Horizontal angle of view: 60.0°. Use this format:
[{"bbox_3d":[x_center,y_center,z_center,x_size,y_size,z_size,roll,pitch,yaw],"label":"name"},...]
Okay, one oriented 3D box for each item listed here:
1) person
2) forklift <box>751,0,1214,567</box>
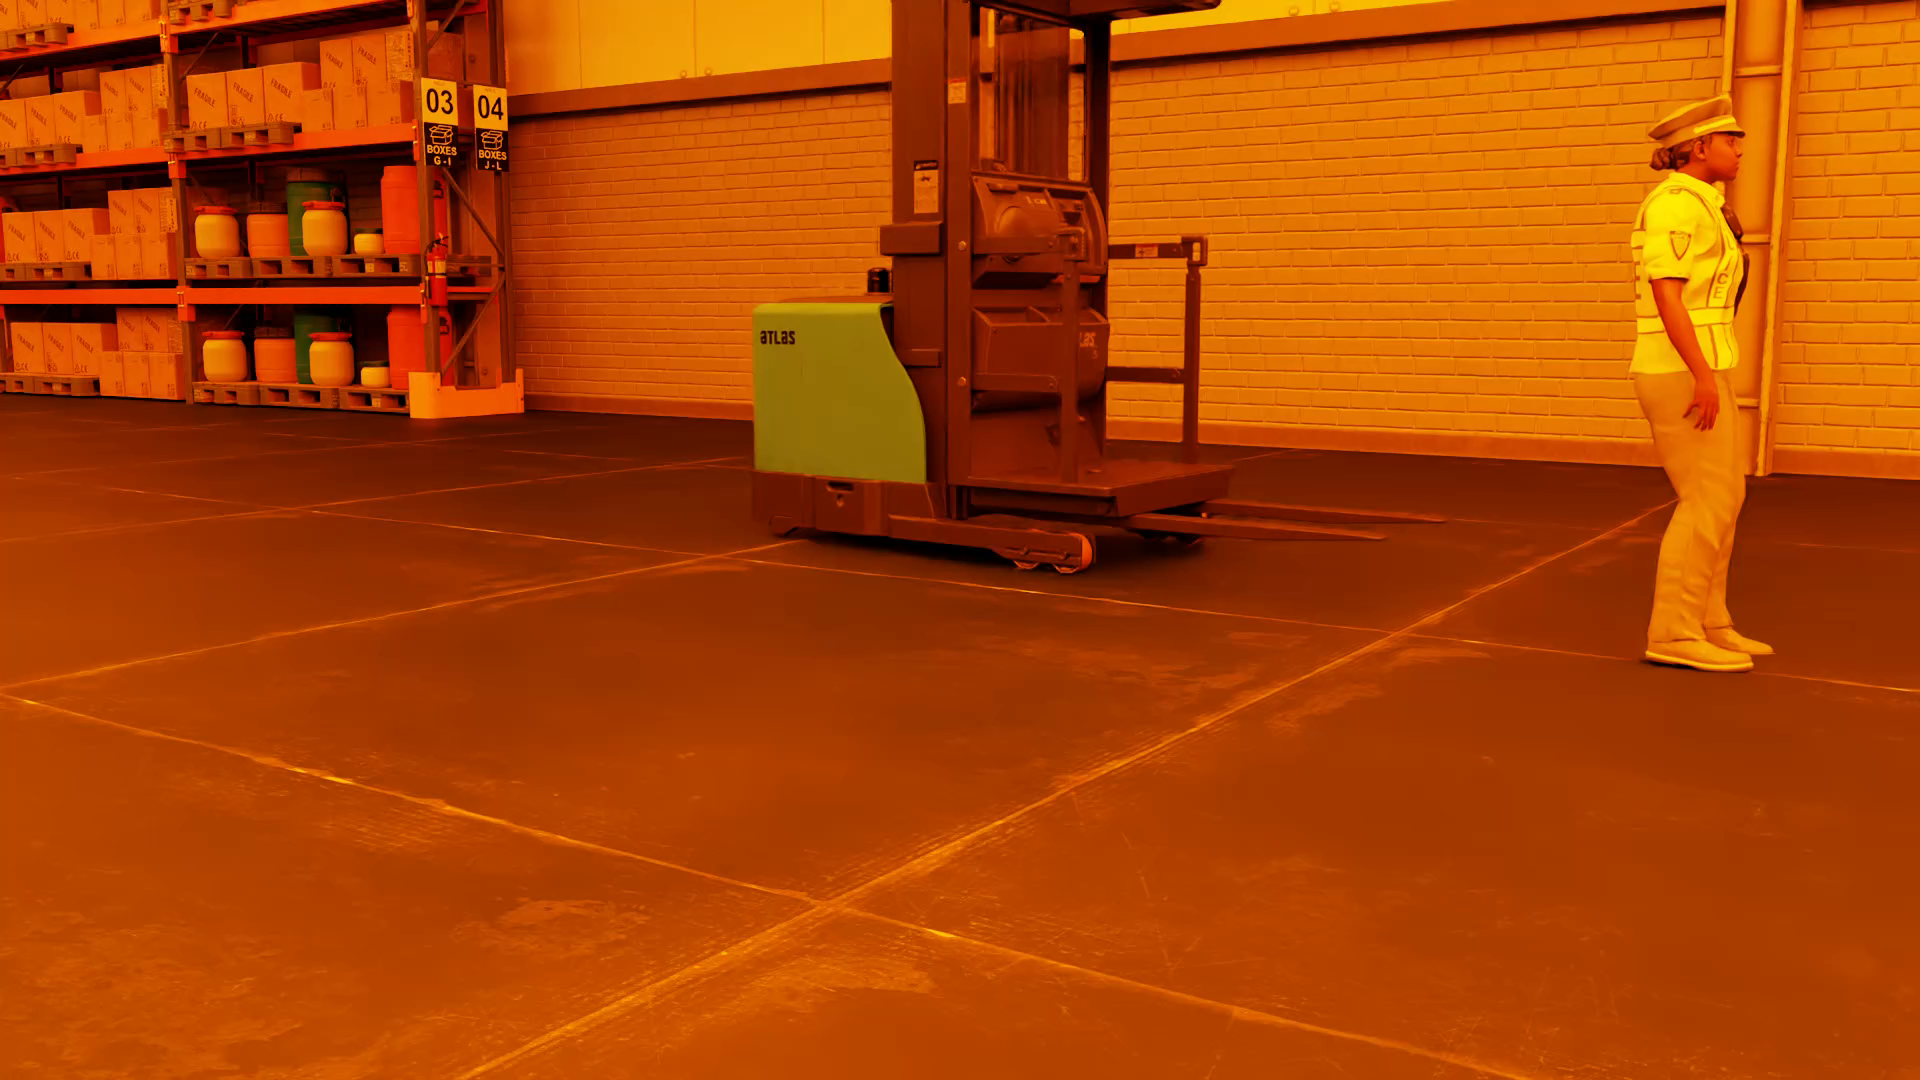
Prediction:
[{"bbox_3d":[2.192,-0.518,5.007,0.350,1.617,0.489,4,9,27],"label":"person"},{"bbox_3d":[0.518,-1.399,7.033,3.031,2.935,1.130,6,10,36],"label":"forklift"}]
